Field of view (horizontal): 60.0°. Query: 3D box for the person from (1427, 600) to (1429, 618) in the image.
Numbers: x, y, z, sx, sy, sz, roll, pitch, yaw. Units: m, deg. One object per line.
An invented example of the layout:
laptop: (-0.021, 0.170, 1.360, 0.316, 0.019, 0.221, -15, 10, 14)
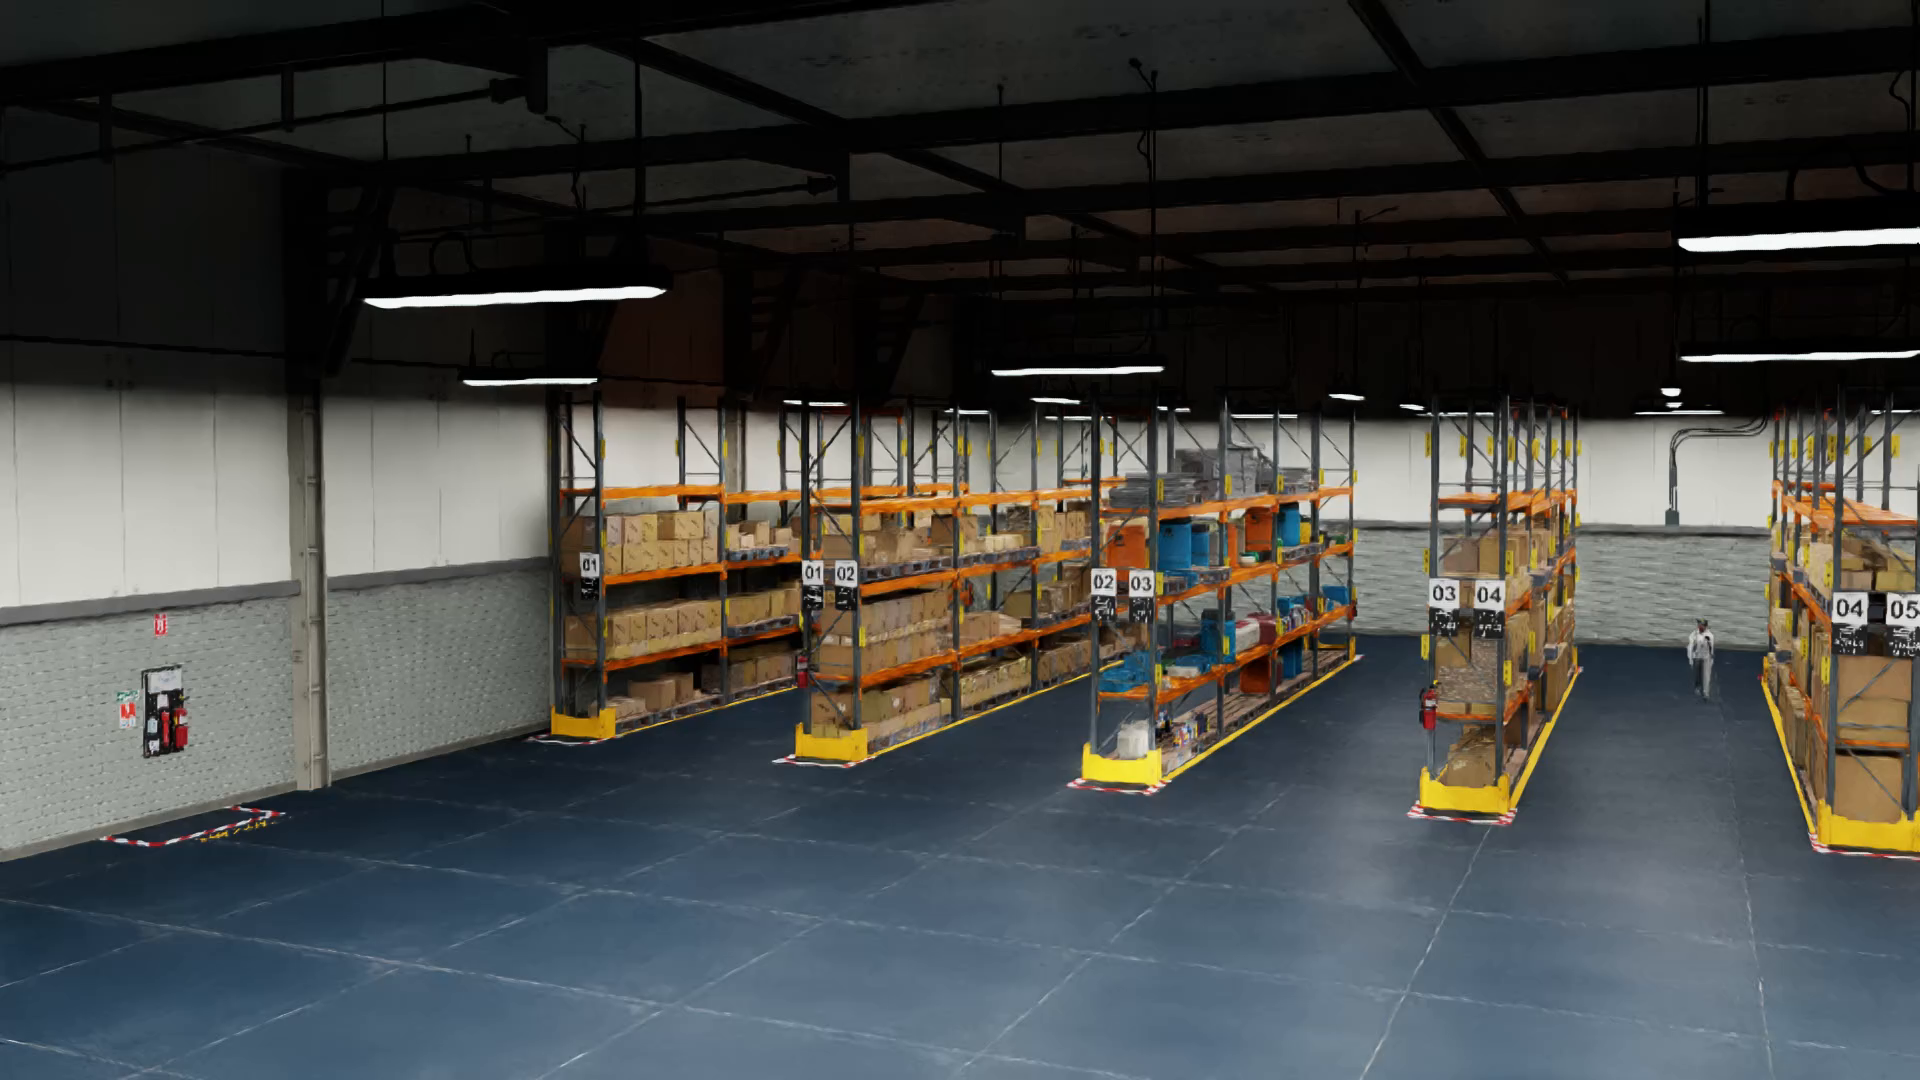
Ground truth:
person: (11.956, 1.915, 41.488, 0.625, 1.611, 0.582, 1, 3, 21)

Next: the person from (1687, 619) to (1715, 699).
person: (14.828, 2.349, 33.284, 0.495, 1.589, 1.086, 2, 4, 26)
